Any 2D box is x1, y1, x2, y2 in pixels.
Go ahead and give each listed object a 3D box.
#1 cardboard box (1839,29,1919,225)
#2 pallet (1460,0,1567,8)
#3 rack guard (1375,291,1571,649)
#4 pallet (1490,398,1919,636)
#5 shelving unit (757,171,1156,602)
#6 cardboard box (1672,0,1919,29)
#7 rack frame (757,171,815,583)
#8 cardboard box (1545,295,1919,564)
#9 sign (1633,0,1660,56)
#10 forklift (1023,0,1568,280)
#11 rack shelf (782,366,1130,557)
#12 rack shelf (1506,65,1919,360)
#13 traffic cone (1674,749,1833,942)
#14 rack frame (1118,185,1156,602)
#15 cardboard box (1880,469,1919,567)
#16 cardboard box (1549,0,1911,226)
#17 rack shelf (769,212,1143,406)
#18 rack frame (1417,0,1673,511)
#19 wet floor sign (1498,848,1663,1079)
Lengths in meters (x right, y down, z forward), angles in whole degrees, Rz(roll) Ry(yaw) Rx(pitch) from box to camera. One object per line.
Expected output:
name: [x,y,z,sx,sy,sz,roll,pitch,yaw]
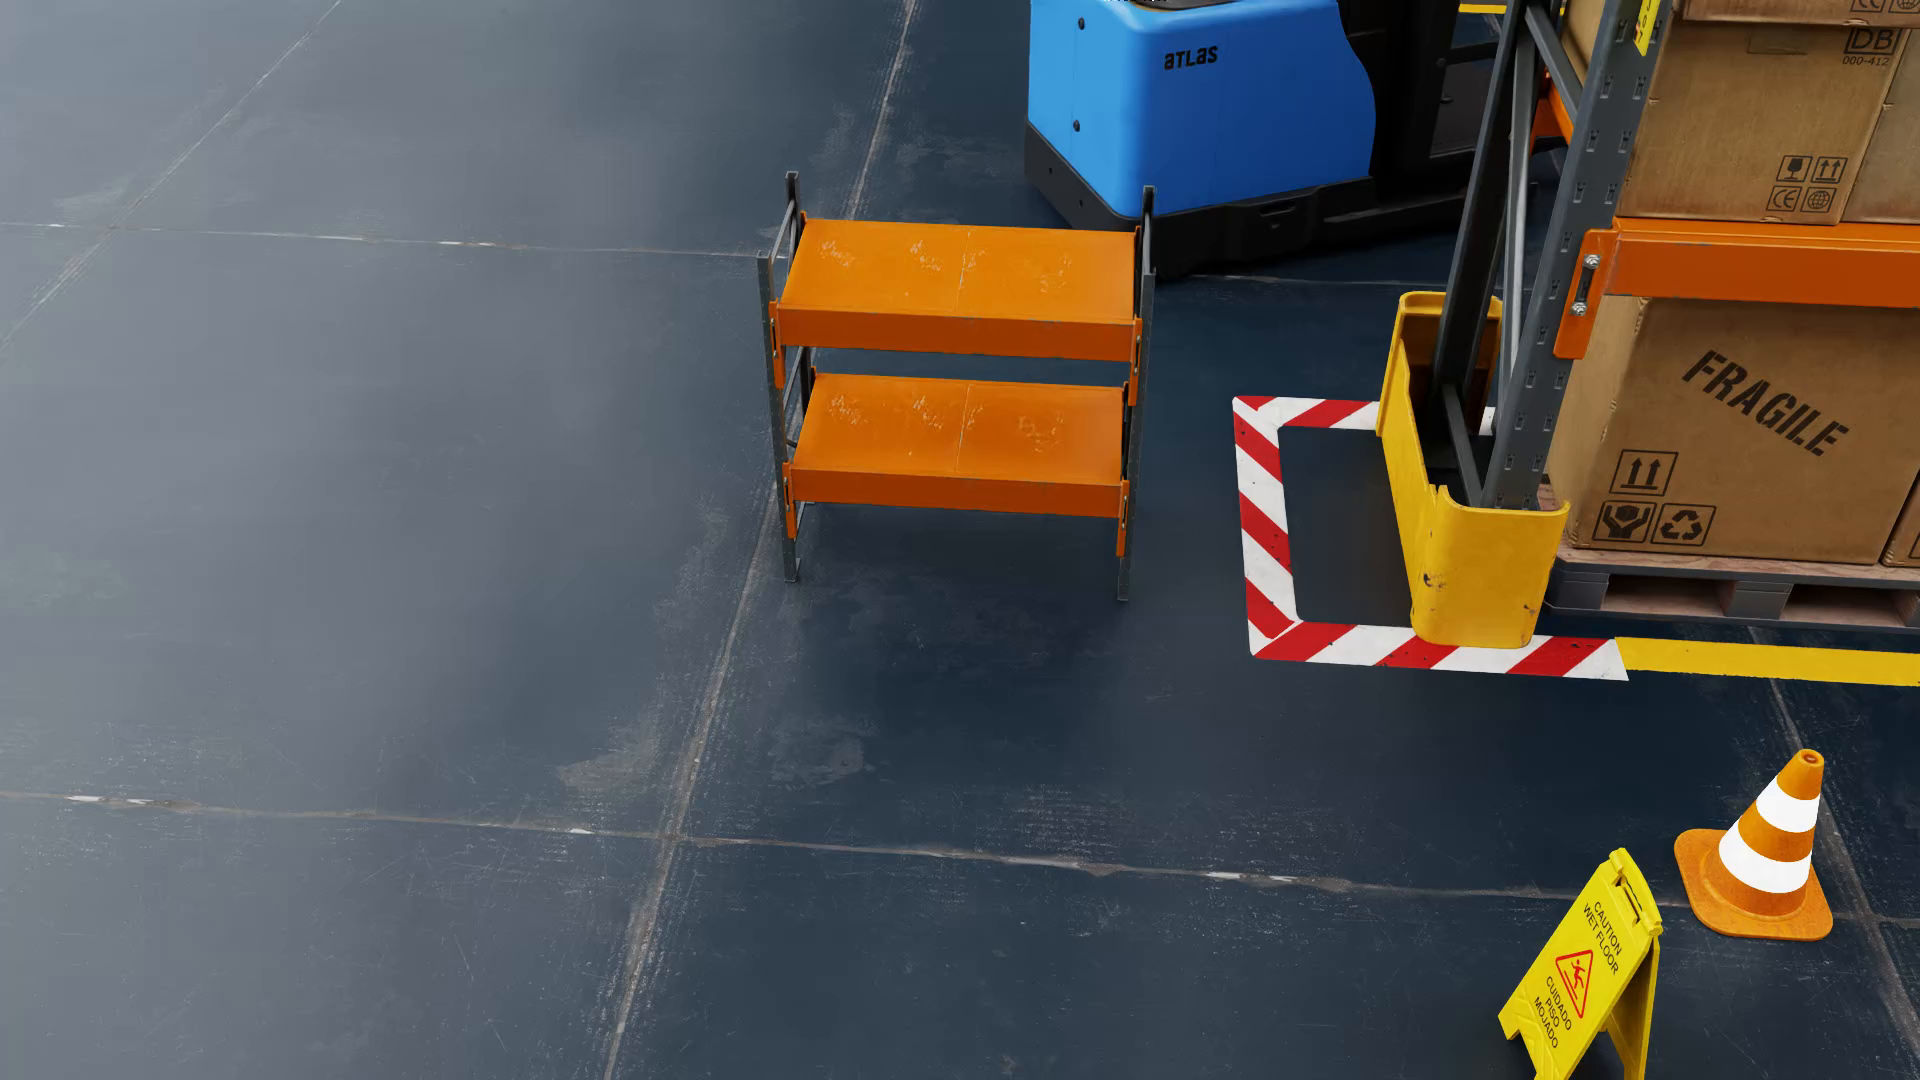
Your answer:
cardboard box: [2.506,-1.267,4.312,0.550,0.550,0.875,3,39,4]
pallet: [2.993,-3.179,8.988,1.213,0.211,1.003,3,39,4]
rack guard: [1.559,-0.249,5.159,0.348,0.500,1.175,3,39,4]
pallet: [2.386,-0.141,5.256,1.213,0.211,1.003,3,39,4]
shelving unit: [0.007,-0.436,4.894,1.048,1.125,0.538,3,39,4]
cardboard box: [1.949,-1.649,3.926,0.550,0.550,0.875,3,39,4]
rack frame: [-0.500,-0.464,4.928,0.032,1.125,0.500,3,39,4]
cardboard box: [2.264,-0.560,4.913,0.875,0.875,0.875,3,39,4]
sign: [1.529,-1.235,3.642,0.005,0.325,0.100,3,39,4]
forklift: [1.839,-2.722,6.273,3.031,2.935,1.130,-13,41,-16]
rack shelf: [0.007,-0.246,5.049,1.000,0.278,0.538,3,39,4]
rack shelf: [3.575,-0.829,4.462,4.000,0.370,1.077,3,39,4]
traffic cone: [1.989,0.689,4.037,0.334,0.463,0.336,3,39,4]
rack frame: [0.513,-0.408,4.860,0.032,1.125,0.500,3,39,4]
cardboard box: [3.141,-0.514,4.855,0.875,0.875,0.875,3,39,3]
cardboard box: [1.956,-1.283,4.332,0.550,0.550,0.875,3,39,4]
rack shelf: [0.007,-0.663,4.710,1.000,0.278,0.538,3,39,4]
rack frame: [1.583,-1.217,4.369,0.127,3.000,1.000,3,39,4]
wet floor sign: [1.383,0.940,3.584,0.232,0.644,0.267,-3,39,-4]
